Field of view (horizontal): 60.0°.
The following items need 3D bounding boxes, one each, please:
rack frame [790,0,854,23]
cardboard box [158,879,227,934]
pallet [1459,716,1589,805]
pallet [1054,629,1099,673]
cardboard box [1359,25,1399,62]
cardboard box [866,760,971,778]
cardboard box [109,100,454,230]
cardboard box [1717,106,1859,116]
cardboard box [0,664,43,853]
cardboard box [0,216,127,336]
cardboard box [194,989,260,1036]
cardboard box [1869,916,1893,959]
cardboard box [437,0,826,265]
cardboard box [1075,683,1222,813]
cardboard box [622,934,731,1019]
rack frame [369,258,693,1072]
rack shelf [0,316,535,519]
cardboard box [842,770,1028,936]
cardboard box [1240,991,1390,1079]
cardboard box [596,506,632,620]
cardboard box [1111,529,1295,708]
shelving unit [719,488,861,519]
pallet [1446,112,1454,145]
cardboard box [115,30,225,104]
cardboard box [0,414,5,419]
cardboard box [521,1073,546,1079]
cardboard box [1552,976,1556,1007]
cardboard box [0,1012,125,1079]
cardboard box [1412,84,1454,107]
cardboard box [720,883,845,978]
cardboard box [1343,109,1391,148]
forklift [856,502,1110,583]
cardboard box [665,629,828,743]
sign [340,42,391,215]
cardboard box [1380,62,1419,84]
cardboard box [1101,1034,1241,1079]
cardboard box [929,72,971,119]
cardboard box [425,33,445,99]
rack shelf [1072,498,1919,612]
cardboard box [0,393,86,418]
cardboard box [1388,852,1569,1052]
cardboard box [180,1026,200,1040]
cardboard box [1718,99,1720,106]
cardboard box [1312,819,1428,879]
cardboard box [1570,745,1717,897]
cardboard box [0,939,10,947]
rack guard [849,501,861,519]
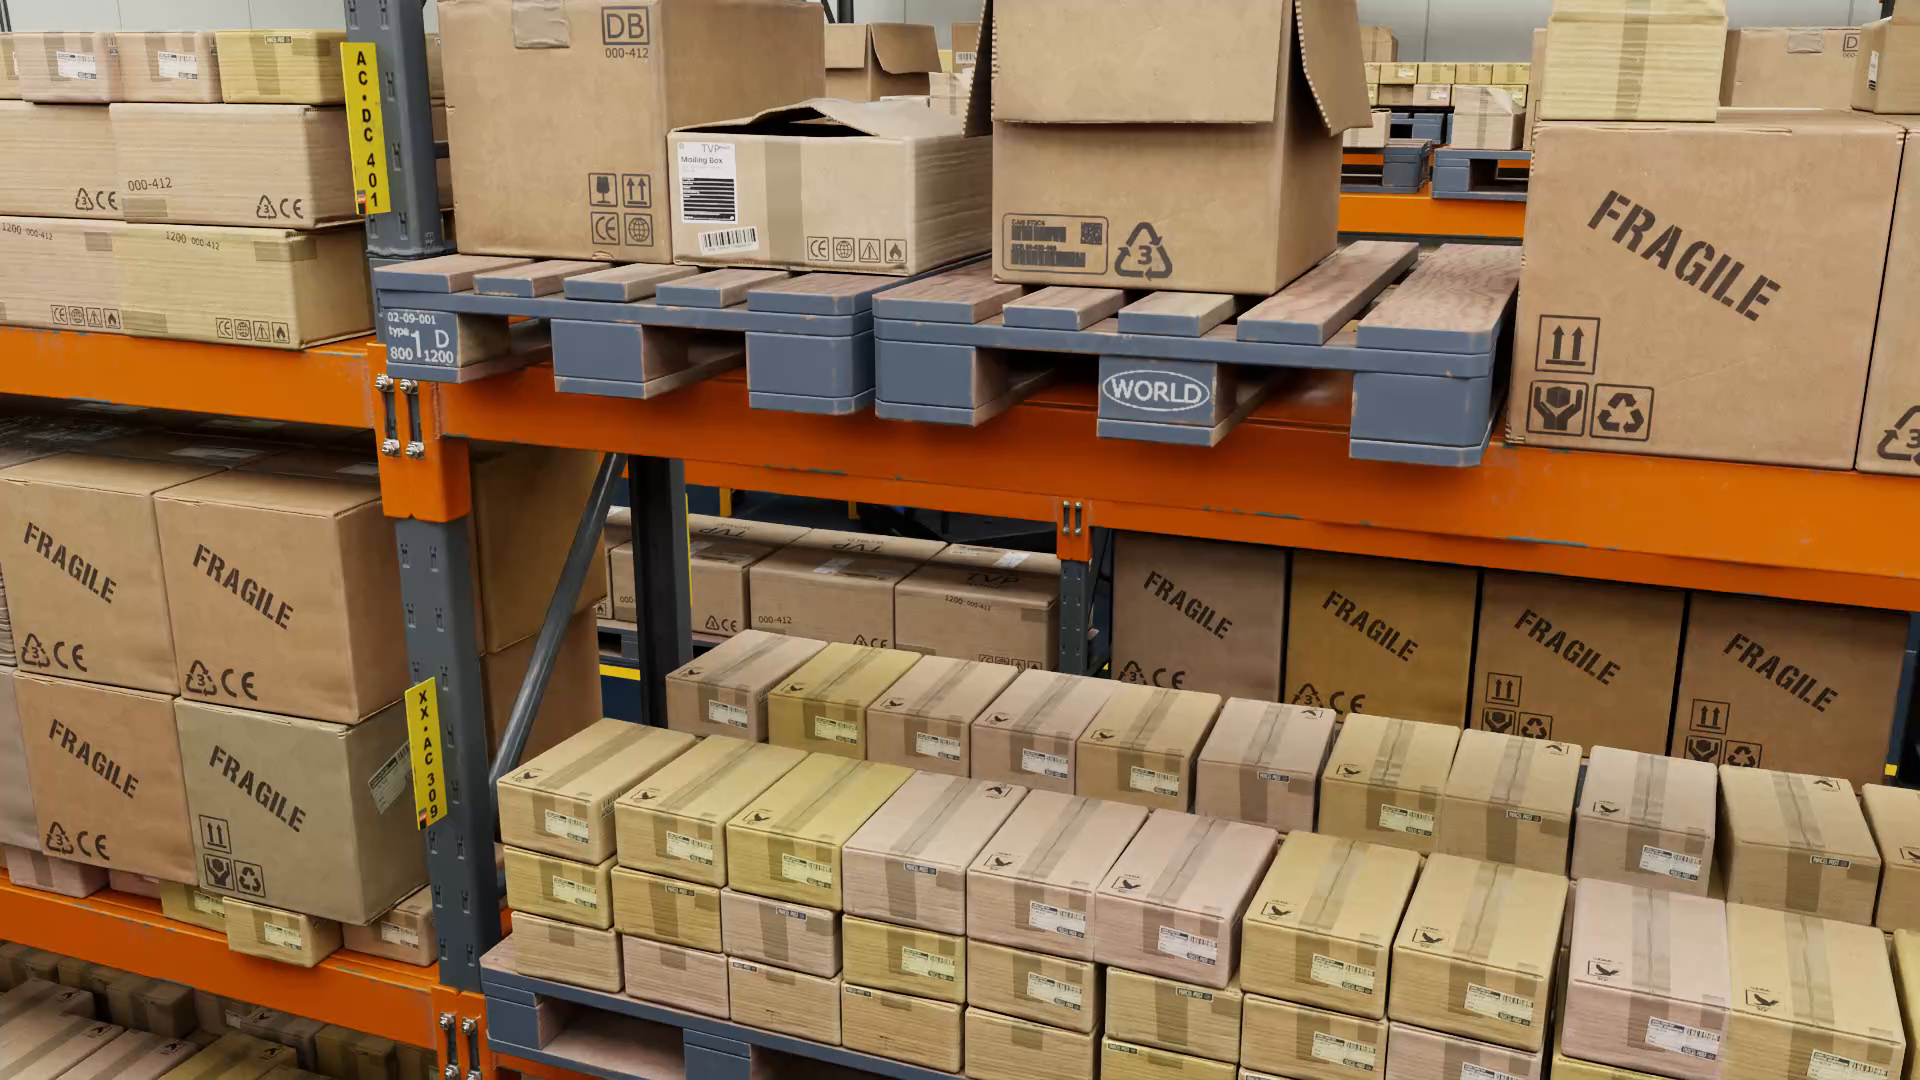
[{"bbox_3d":[-1.152,-5.131,13.708,0.127,3.000,1.000,6,17,21],"label":"rack frame"},{"bbox_3d":[-1.829,0.852,4.309,0.250,0.149,0.380,7,18,23],"label":"cardboard box"},{"bbox_3d":[2.635,0.970,8.455,1.213,0.211,1.003,6,17,21],"label":"pallet"},{"bbox_3d":[0.072,0.688,9.426,1.213,0.211,1.003,6,17,21],"label":"pallet"},{"bbox_3d":[3.137,-3.720,12.470,0.258,0.266,0.396,6,17,21],"label":"cardboard box"},{"bbox_3d":[-0.054,0.559,4.031,0.250,0.149,0.380,7,18,23],"label":"cardboard box"},{"bbox_3d":[-1.494,-0.849,3.710,0.500,0.250,0.500,5,17,18],"label":"cardboard box"},{"bbox_3d":[1.381,-0.565,3.180,0.500,0.500,0.500,6,17,21],"label":"cardboard box"},{"bbox_3d":[-2.470,0.469,4.464,0.500,0.500,0.500,6,17,20],"label":"cardboard box"},{"bbox_3d":[-1.987,-0.662,3.962,0.500,0.250,0.500,6,17,20],"label":"cardboard box"},{"bbox_3d":[-2.161,1.409,5.233,0.250,0.149,0.380,7,17,22],"label":"cardboard box"},{"bbox_3d":[1.871,0.771,3.301,0.250,0.149,0.380,6,17,19],"label":"cardboard box"},{"bbox_3d":[-0.659,-0.882,3.519,0.500,0.500,0.700,6,17,21],"label":"cardboard box"},{"bbox_3d":[0.435,0.472,3.799,0.250,0.149,0.380,6,17,19],"label":"cardboard box"},{"bbox_3d":[-0.514,0.846,3.576,0.250,0.149,0.380,7,17,22],"label":"cardboard box"},{"bbox_3d":[-0.971,0.741,4.241,0.127,3.000,1.000,6,17,21],"label":"rack frame"},{"bbox_3d":[-2.832,-0.559,4.628,4.000,0.370,1.077,6,17,21],"label":"rack shelf"},{"bbox_3d":[-0.043,0.614,3.310,0.250,0.149,0.380,6,17,20],"label":"cardboard box"},{"bbox_3d":[0.682,0.836,3.077,0.250,0.149,0.380,6,17,20],"label":"cardboard box"},{"bbox_3d":[-2.319,0.108,10.264,0.875,0.438,0.875,6,17,19],"label":"cardboard box"},{"bbox_3d":[1.357,0.308,8.790,0.875,0.875,0.875,7,18,22],"label":"cardboard box"},{"bbox_3d":[-1.288,-0.970,12.826,1.083,1.500,0.587,1,16,4],"label":"shelving unit"},{"bbox_3d":[4.116,-3.001,12.088,1.003,0.211,1.213,6,17,21],"label":"pallet"},{"bbox_3d":[-1.613,-1.045,3.669,0.250,0.149,0.380,7,18,22],"label":"cardboard box"},{"bbox_3d":[-2.949,-0.064,4.509,0.500,0.500,0.500,6,17,19],"label":"cardboard box"},{"bbox_3d":[-1.216,1.534,4.804,0.250,0.149,0.380,7,18,23],"label":"cardboard box"},{"bbox_3d":[1.173,0.836,3.612,0.250,0.149,0.380,7,17,21],"label":"cardboard box"},{"bbox_3d":[-2.638,1.539,4.784,0.250,0.149,0.380,6,17,19],"label":"cardboard box"},{"bbox_3d":[3.404,-3.193,11.929,0.250,0.149,0.380,7,17,21],"label":"cardboard box"},{"bbox_3d":[-0.292,0.729,3.446,0.250,0.149,0.380,7,17,22],"label":"cardboard box"},{"bbox_3d":[1.800,-1.863,7.496,0.250,0.166,0.380,5,17,17],"label":"cardboard box"},{"bbox_3d":[0.251,-1.229,11.149,1.130,2.935,3.031,-7,17,-22],"label":"forklift"},{"bbox_3d":[-0.526,0.365,4.168,0.250,0.149,0.380,7,18,23],"label":"cardboard box"},{"bbox_3d":[-1.163,-0.806,3.264,0.005,0.325,0.100,6,17,21],"label":"sign"},{"bbox_3d":[3.180,-3.363,11.983,0.250,0.149,0.380,6,17,20],"label":"cardboard box"},{"bbox_3d":[0.443,0.952,3.213,0.250,0.149,0.380,6,17,20],"label":"cardboard box"},{"bbox_3d":[0.039,-2.161,8.166,0.258,0.266,0.396,7,18,22],"label":"cardboard box"},{"bbox_3d":[-1.153,-1.152,4.038,0.250,0.149,0.380,6,17,20],"label":"cardboard box"},{"bbox_3d":[2.611,-0.003,8.095,4.000,0.370,1.077,6,17,21],"label":"rack shelf"},{"bbox_3d":[-2.724,-0.201,4.980,0.500,0.500,0.500,6,17,19],"label":"cardboard box"},{"bbox_3d":[0.923,0.719,2.946,0.250,0.149,0.380,7,18,23],"label":"cardboard box"},{"bbox_3d":[-2.408,1.522,5.376,0.250,0.149,0.380,6,17,20],"label":"cardboard box"},{"bbox_3d":[3.062,-1.772,7.004,0.258,0.266,0.396,6,17,19],"label":"cardboard box"},{"bbox_3d":[0.923,0.667,3.661,0.250,0.149,0.380,7,18,23],"label":"cardboard box"},{"bbox_3d":[1.415,0.578,3.431,0.250,0.149,0.380,7,18,23],"label":"cardboard box"},{"bbox_3d":[-3.119,1.292,5.636,0.250,0.149,0.380,7,18,23],"label":"cardboard box"},{"bbox_3d":[-0.791,-0.360,12.967,0.087,0.250,0.587,1,16,4],"label":"rack guard"}]
